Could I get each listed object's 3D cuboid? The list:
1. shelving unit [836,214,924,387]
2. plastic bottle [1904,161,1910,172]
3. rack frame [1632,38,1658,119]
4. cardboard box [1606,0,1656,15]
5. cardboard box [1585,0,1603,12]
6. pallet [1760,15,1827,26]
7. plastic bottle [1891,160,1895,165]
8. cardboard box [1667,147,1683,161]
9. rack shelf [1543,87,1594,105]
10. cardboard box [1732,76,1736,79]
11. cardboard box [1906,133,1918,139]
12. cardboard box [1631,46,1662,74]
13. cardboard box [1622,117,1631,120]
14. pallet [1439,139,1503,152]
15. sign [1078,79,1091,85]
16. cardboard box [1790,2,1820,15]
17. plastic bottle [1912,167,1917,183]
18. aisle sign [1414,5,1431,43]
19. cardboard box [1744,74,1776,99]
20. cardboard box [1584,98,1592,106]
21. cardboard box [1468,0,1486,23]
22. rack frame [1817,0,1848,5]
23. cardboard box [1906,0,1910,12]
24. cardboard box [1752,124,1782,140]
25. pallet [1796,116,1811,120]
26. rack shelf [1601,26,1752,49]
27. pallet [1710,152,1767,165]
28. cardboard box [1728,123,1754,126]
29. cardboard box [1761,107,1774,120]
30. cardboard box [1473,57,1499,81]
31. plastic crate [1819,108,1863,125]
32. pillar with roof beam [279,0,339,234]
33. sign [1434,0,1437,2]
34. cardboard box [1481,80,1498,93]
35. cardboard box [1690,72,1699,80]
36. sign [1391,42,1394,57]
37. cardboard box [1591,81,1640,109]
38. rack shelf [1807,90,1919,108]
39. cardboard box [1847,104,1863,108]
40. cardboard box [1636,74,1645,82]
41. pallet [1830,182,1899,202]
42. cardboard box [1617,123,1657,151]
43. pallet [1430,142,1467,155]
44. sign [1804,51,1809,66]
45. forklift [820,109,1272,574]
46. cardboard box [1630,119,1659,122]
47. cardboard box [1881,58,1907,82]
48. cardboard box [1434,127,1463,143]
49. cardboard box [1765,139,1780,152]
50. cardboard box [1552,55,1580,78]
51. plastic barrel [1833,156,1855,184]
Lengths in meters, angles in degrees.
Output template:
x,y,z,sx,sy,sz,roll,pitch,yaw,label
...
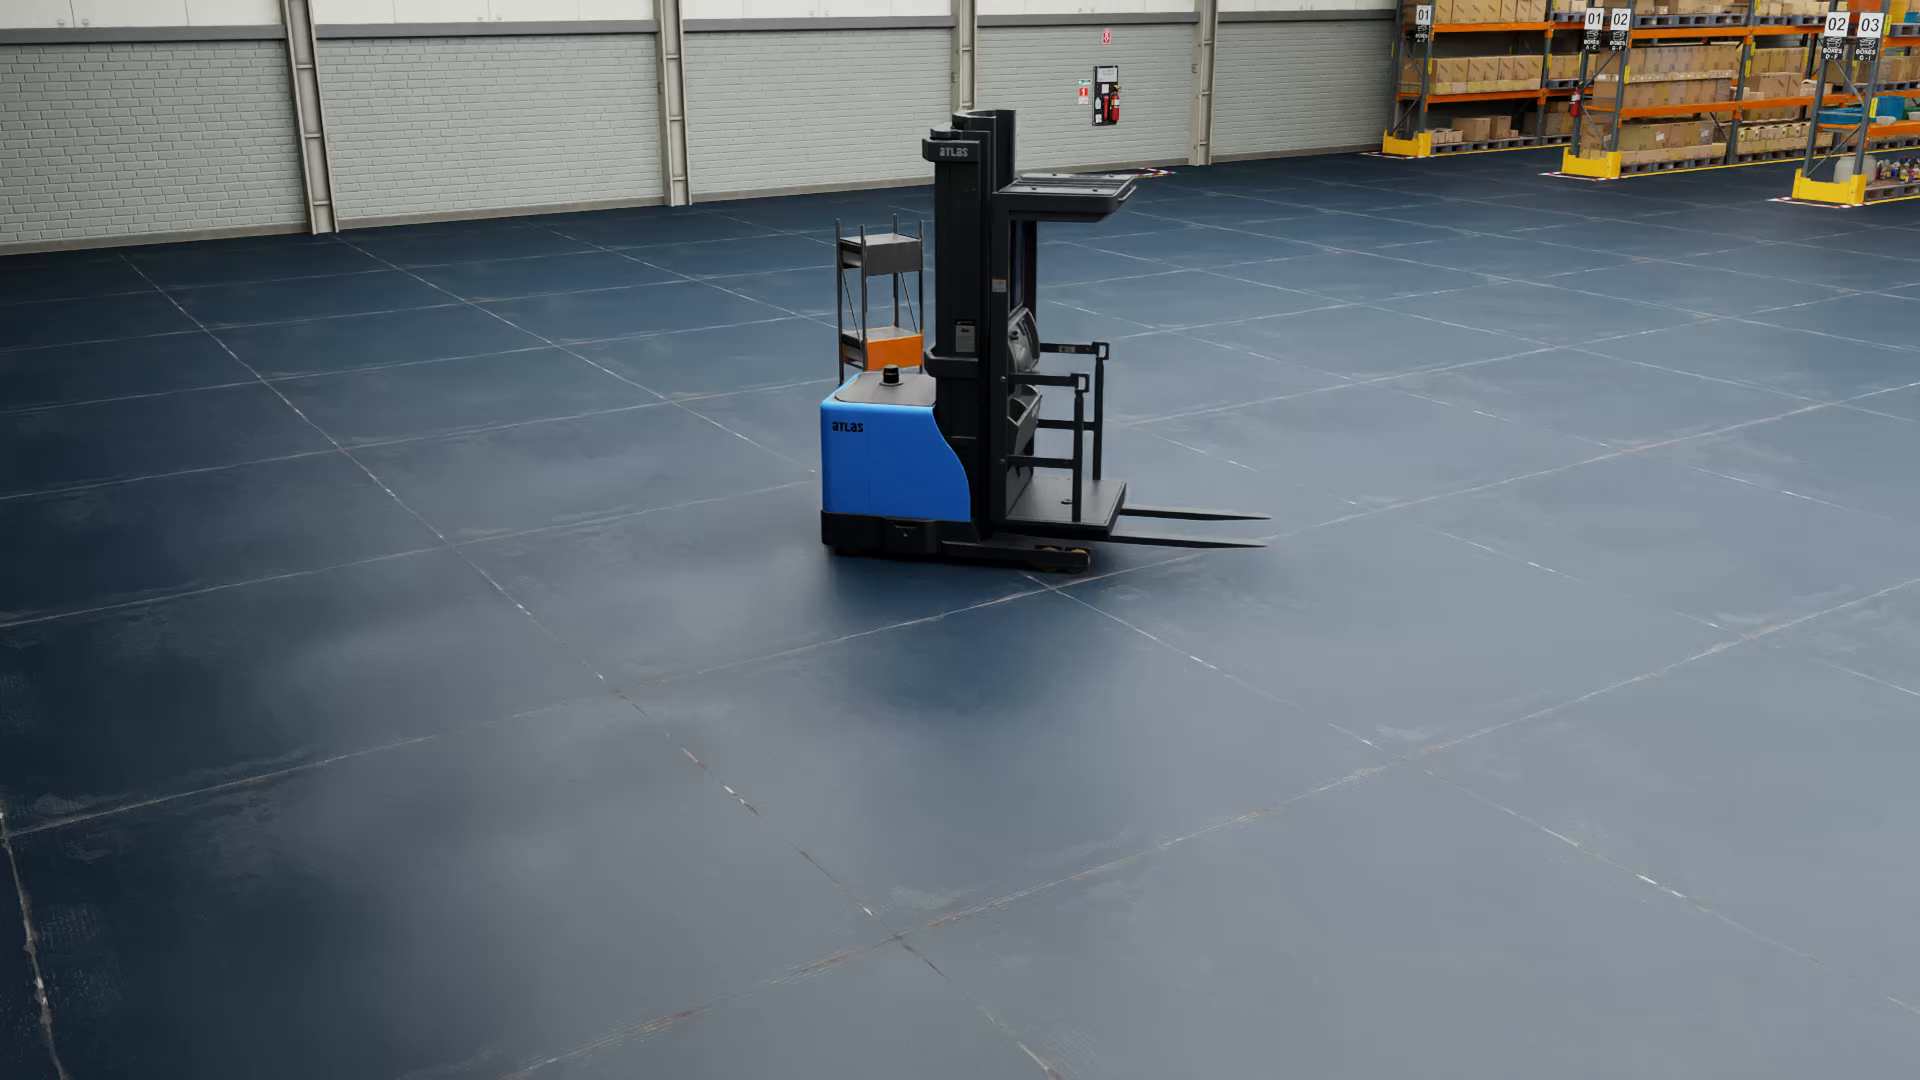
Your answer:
x,y,z,sx,sy,sz,roll,pitch,yaw,label
-0.585,-1.330,12.399,0.503,2.100,0.431,-12,22,-31,shelving unit
17.820,-6.991,31.314,0.097,0.271,0.097,0,19,0,plastic bottle
16.669,-11.519,41.134,0.127,3.000,1.000,-12,22,-31,rack frame
13.197,-10.621,32.758,0.637,0.503,0.797,-10,21,-28,cardboard box
14.859,-12.774,39.350,0.500,0.500,0.500,-13,23,-33,cardboard box
17.947,-11.185,35.757,1.213,0.211,1.003,-11,21,-29,pallet
17.556,-7.004,31.332,0.133,0.283,0.061,-11,21,-29,plastic bottle
14.539,-7.981,34.305,0.500,0.250,0.500,-12,22,-31,cardboard box
14.999,-10.826,40.207,4.000,0.370,1.077,-12,22,-31,rack shelf
19.685,-11.928,42.704,0.250,0.149,0.380,-11,22,-30,cardboard box
22.065,-9.675,38.895,0.500,0.500,0.500,-12,22,-31,cardboard box
13.593,-9.630,33.363,0.500,0.500,0.700,-13,22,-33,cardboard box
16.096,-10.402,41.047,0.500,0.500,0.700,-12,22,-31,cardboard box
11.767,-9.149,38.479,1.213,0.211,1.003,-12,22,-31,pallet
2.491,-9.179,33.329,0.331,0.109,0.001,-12,22,-31,sign
18.137,-11.454,35.835,0.500,0.250,0.500,-12,22,-32,cardboard box
17.408,-6.672,30.370,0.097,0.271,0.097,0,19,0,plastic bottle
10.092,-11.248,36.274,0.004,0.787,0.394,-12,22,-31,aisle sign
17.146,-9.761,35.778,0.500,0.500,0.500,-10,21,-28,cardboard box
15.159,-10.582,40.408,0.500,0.250,0.500,-12,22,-32,cardboard box
11.304,-11.757,36.967,0.500,0.500,0.500,-11,21,-29,cardboard box
19.397,-13.037,36.255,0.127,3.000,1.000,-12,22,-31,rack frame
21.164,-12.309,37.819,0.600,0.600,0.600,-13,23,-34,cardboard box
17.391,-8.836,35.961,0.500,0.311,0.500,-13,22,-33,cardboard box
22.726,-11.445,45.270,1.213,0.211,1.003,-12,22,-31,pallet
14.385,-10.218,33.725,4.000,0.370,1.077,-12,22,-31,rack shelf
16.650,-8.309,35.993,1.213,0.211,1.003,-12,22,-31,pallet
17.086,-8.981,36.387,0.500,0.311,0.500,-12,22,-32,cardboard box
21.112,-11.430,44.118,0.500,0.500,0.700,-12,22,-32,cardboard box
11.829,-10.675,37.669,0.500,0.500,0.500,-11,22,-30,cardboard box
15.690,-7.558,29.648,0.616,0.251,0.499,-12,22,-31,plastic crate
-7.580,-7.928,21.143,0.400,9.000,9.100,-12,22,-31,pillar with roof beam
10.286,-11.800,35.916,0.005,0.325,0.100,-12,22,-31,sign
11.848,-10.321,37.793,0.500,0.250,0.500,-12,22,-31,cardboard box
14.885,-9.516,34.041,0.250,0.149,0.380,-11,22,-30,cardboard box
9.699,-10.960,37.179,0.005,0.325,0.100,-12,22,-31,sign
13.112,-8.912,33.265,0.500,0.500,0.700,-12,22,-31,cardboard box
21.067,-10.206,38.373,4.000,0.370,1.077,-12,22,-31,rack shelf
20.945,-9.994,38.668,0.500,0.250,0.500,-12,22,-32,cardboard box
13.380,-9.199,33.102,0.250,0.149,0.380,-13,22,-33,cardboard box
16.155,-6.307,30.070,1.213,0.211,1.003,-12,22,-31,pallet
13.702,-8.161,33.666,0.500,0.500,0.500,-12,22,-31,cardboard box
10.749,-8.936,37.847,1.213,0.211,1.003,-12,22,-31,pallet
19.090,-10.849,37.468,0.005,0.325,0.100,-12,22,-31,sign
0.615,-1.346,11.149,3.031,2.935,1.130,4,19,12,forklift
14.245,-8.479,34.608,0.500,0.500,0.500,-12,22,-31,cardboard box
21.296,-10.818,38.248,0.700,0.500,0.500,16,24,39,cardboard box
11.091,-9.243,37.912,0.500,0.311,0.500,-10,21,-27,cardboard box
17.388,-8.573,36.057,0.500,0.250,0.500,-13,22,-33,cardboard box
14.243,-11.247,39.487,0.500,0.500,0.700,-9,21,-26,cardboard box
15.944,-6.617,29.862,0.421,0.512,0.421,0,19,0,plastic barrel
